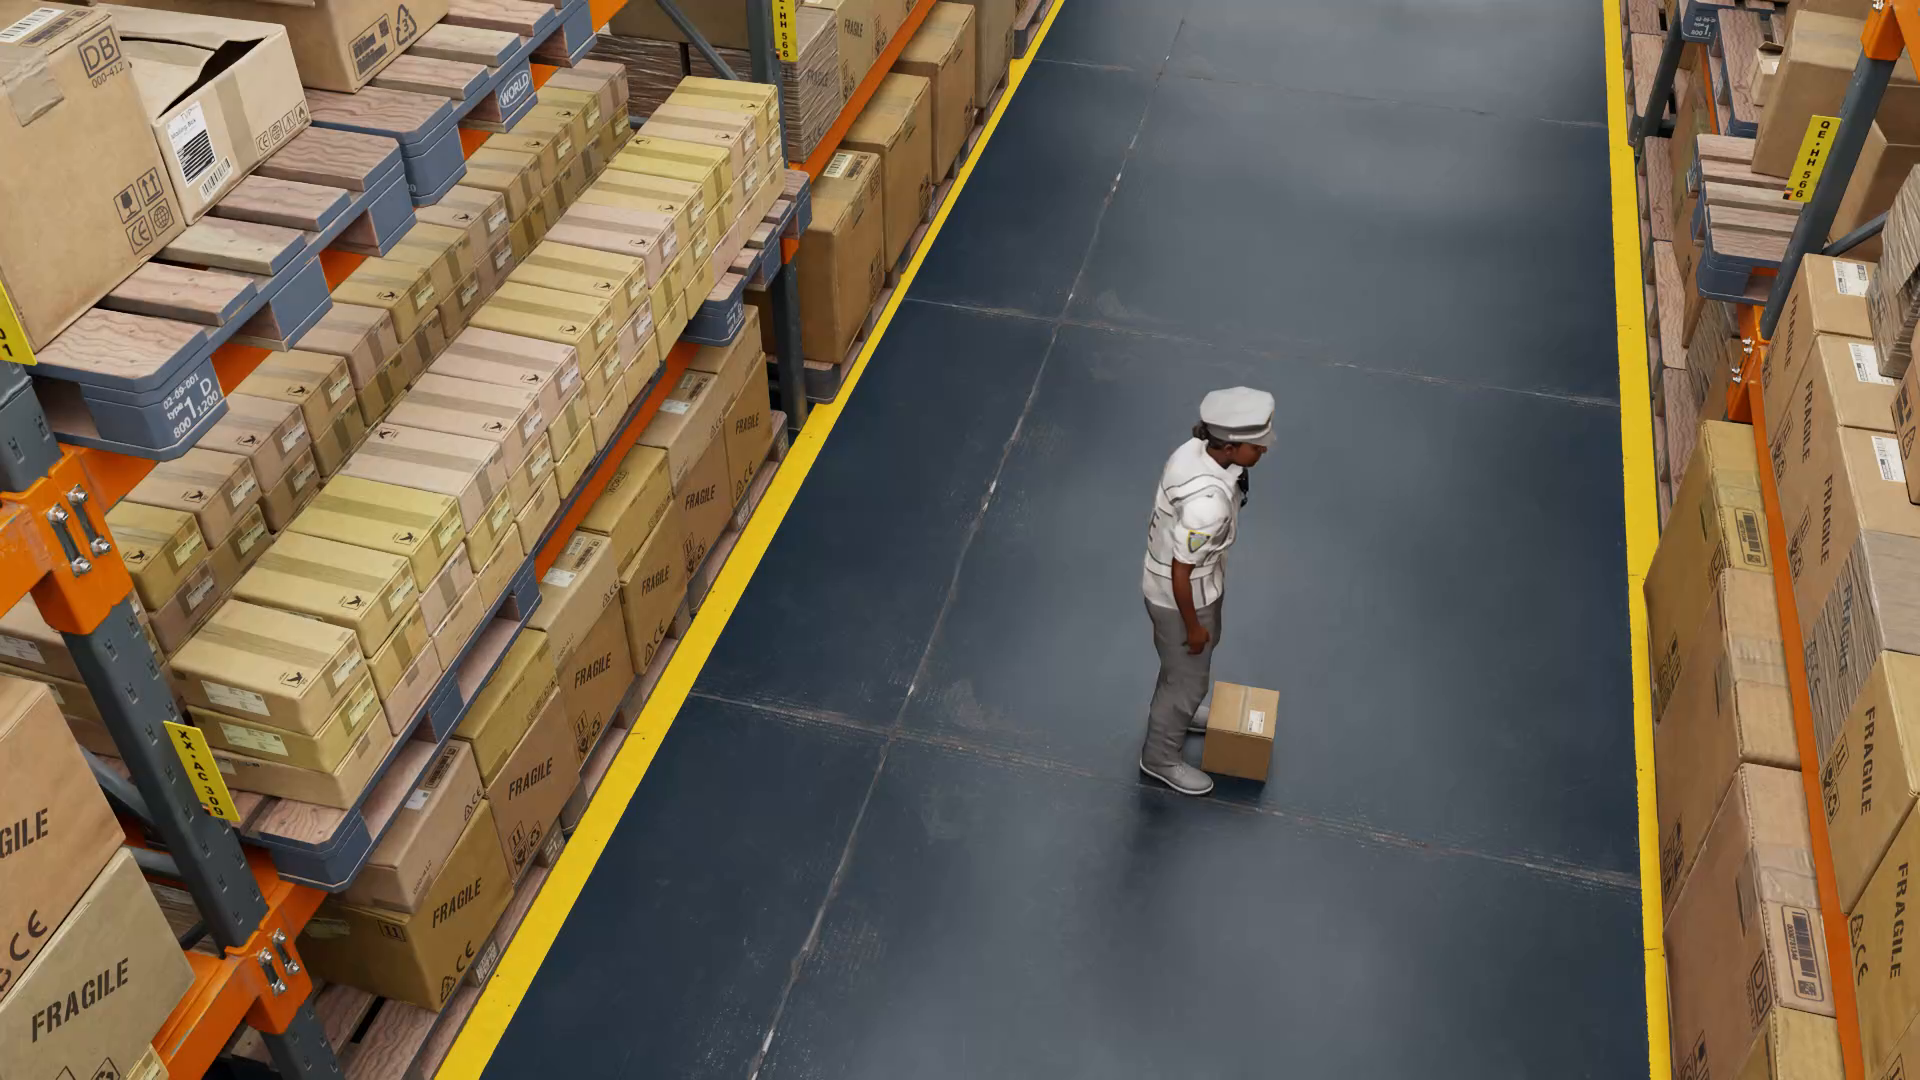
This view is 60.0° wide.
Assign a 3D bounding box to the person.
[{"bbox_3d":[0.846,0.173,5.961,0.392,1.660,0.505,10,42,12],"label":"person"}]
